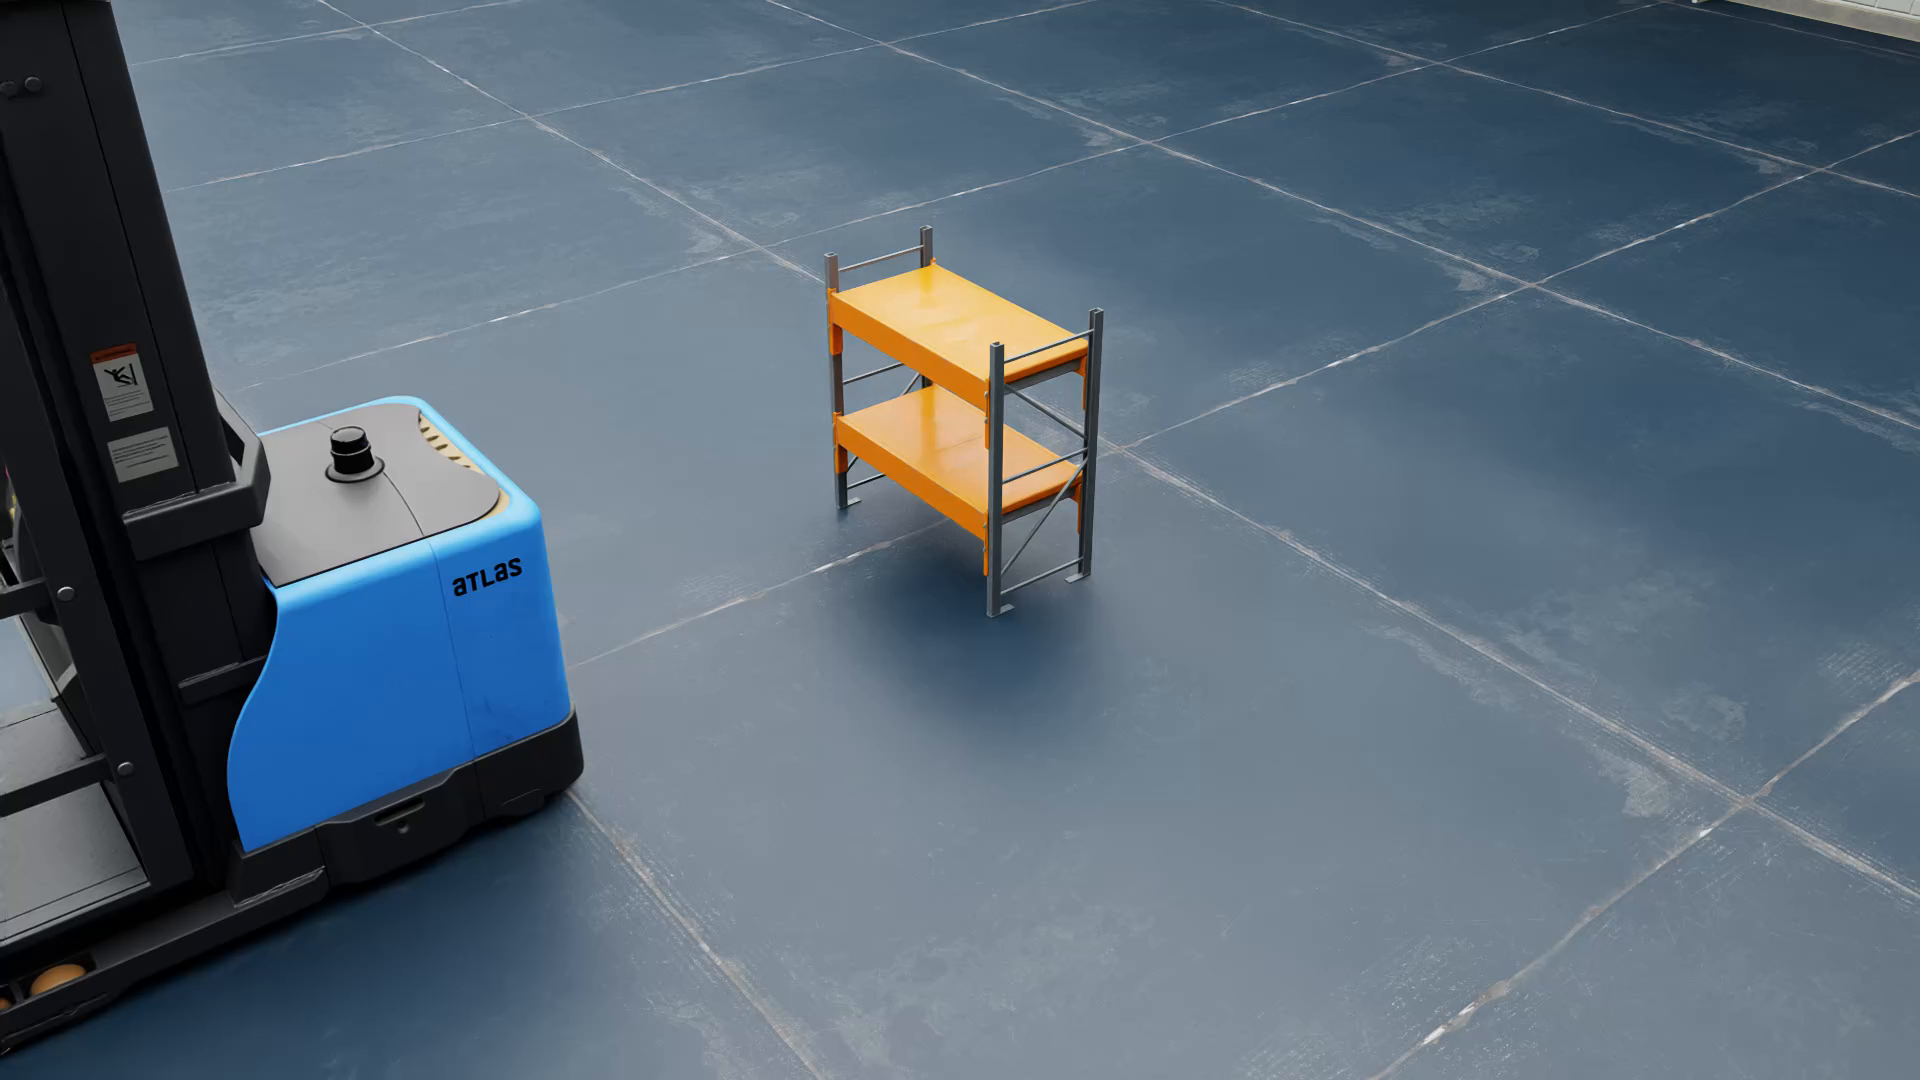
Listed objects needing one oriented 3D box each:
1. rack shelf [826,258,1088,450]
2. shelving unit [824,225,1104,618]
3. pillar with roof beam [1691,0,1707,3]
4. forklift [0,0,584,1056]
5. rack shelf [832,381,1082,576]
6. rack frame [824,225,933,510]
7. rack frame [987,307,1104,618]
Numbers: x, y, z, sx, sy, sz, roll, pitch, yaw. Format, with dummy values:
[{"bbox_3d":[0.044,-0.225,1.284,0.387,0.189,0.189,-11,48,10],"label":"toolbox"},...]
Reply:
[{"bbox_3d":[-0.004,-0.729,6.303,0.538,0.278,1.000,-22,38,-31],"label":"rack shelf"},{"bbox_3d":[-0.004,-0.481,6.458,0.538,1.125,1.048,-22,38,-31],"label":"shelving unit"},{"bbox_3d":[2.832,-7.100,9.653,9.100,9.000,0.400,-22,38,-31],"label":"pillar with roof beam"},{"bbox_3d":[-2.702,-0.159,4.228,3.031,2.935,1.130,-22,38,-31],"label":"forklift"},{"bbox_3d":[-0.004,-0.273,6.587,0.538,0.278,1.000,-22,38,-31],"label":"rack shelf"},{"bbox_3d":[-0.316,-0.693,6.799,0.500,1.125,0.032,-22,38,-31],"label":"rack frame"},{"bbox_3d":[0.308,-0.269,6.117,0.500,1.125,0.032,-22,38,-31],"label":"rack frame"}]
